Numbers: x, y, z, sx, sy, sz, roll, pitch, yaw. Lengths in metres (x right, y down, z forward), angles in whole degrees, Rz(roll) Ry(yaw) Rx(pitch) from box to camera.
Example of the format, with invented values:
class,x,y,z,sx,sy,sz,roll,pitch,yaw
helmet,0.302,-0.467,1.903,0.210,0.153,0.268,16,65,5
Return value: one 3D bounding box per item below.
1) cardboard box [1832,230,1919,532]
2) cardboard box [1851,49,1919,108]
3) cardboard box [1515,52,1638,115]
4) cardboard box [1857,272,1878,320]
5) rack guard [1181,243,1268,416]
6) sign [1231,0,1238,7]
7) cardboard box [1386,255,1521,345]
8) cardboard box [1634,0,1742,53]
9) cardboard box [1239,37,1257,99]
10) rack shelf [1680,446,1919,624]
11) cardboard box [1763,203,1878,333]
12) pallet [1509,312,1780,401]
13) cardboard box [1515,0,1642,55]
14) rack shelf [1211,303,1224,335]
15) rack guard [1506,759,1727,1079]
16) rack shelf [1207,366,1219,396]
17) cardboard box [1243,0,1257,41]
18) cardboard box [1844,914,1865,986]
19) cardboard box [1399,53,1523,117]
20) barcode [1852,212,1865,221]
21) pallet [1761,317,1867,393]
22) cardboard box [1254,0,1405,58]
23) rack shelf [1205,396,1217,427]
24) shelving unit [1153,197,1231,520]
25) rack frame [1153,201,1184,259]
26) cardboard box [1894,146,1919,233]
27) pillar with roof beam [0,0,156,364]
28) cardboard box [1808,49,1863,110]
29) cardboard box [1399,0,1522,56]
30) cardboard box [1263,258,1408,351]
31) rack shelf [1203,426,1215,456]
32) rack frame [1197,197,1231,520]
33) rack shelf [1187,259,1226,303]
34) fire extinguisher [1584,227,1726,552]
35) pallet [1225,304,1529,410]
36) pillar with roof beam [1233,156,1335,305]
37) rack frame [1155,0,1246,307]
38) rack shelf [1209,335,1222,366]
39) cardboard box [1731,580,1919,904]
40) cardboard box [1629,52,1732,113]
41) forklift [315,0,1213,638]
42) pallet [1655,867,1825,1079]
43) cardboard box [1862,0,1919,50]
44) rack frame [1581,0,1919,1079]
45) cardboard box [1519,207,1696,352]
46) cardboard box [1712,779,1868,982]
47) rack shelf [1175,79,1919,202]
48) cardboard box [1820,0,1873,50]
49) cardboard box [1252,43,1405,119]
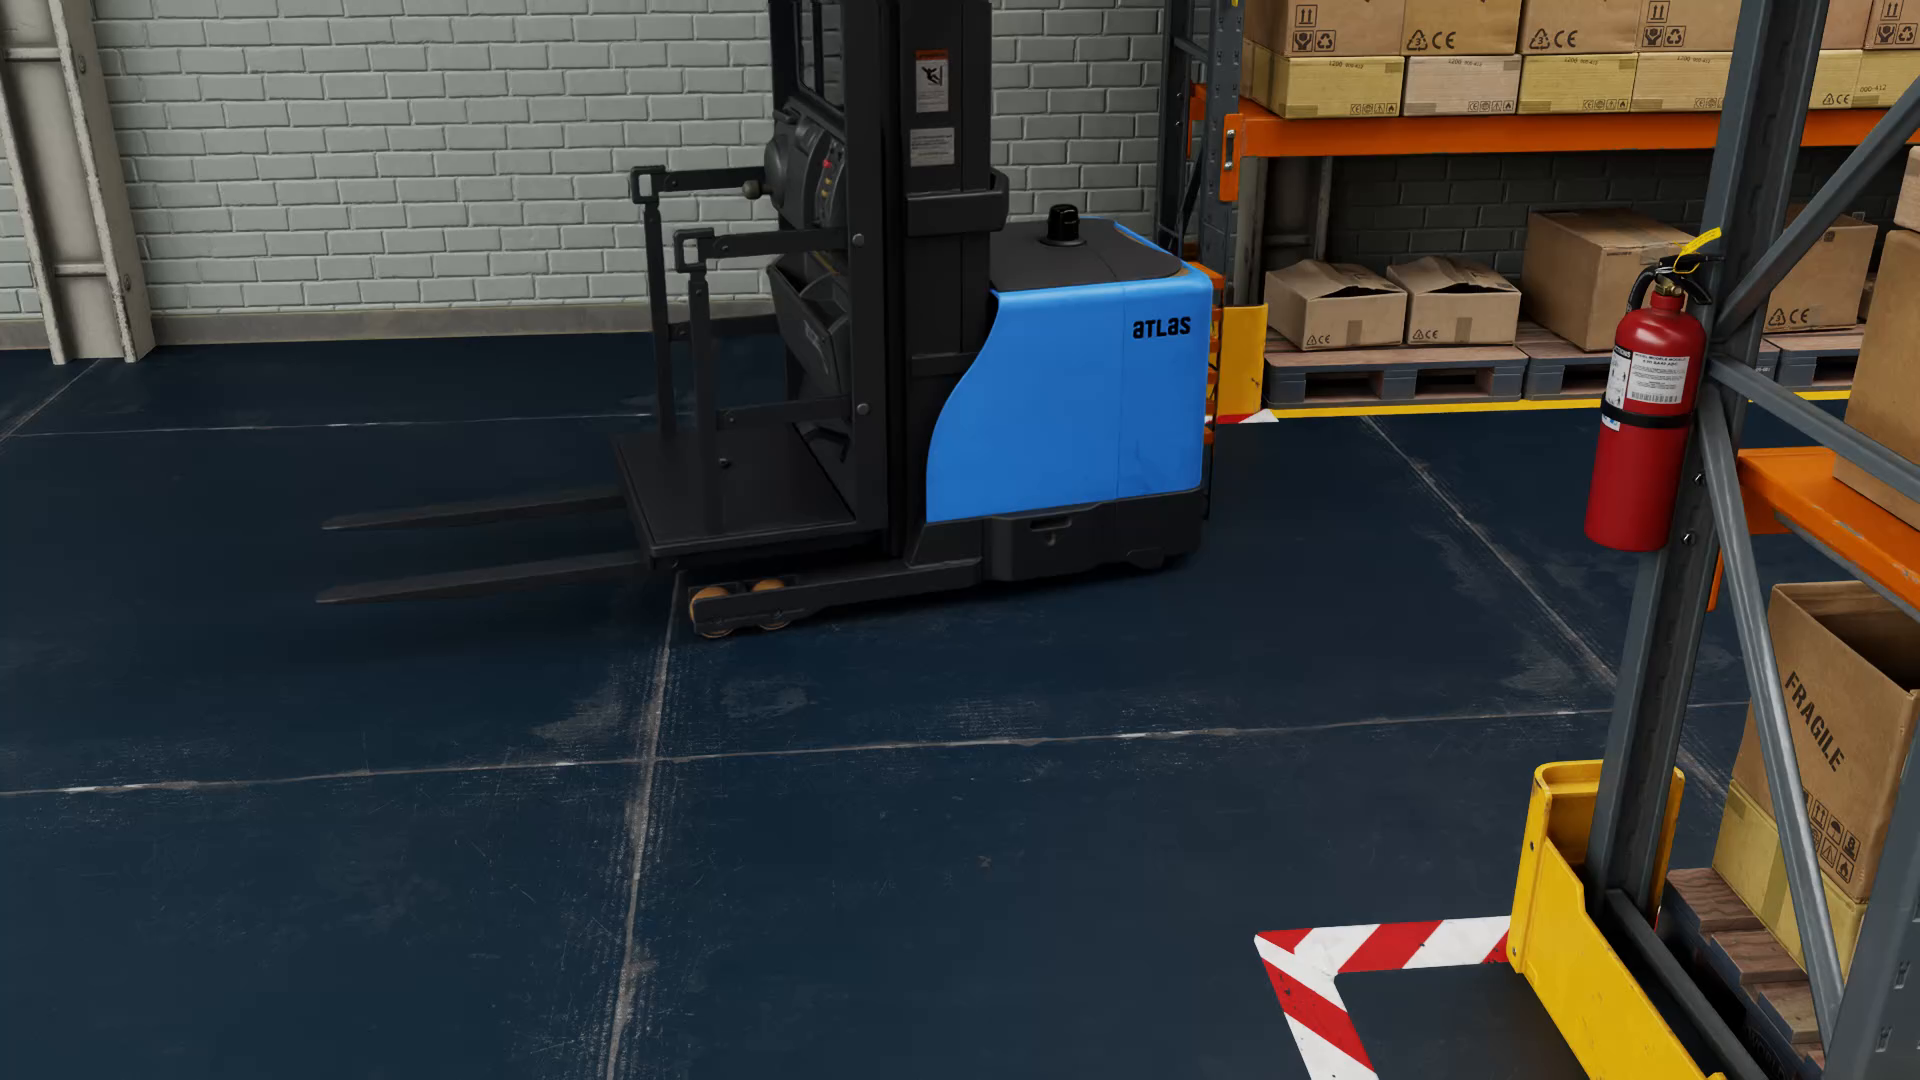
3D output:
class,x,y,z,sx,sy,sz,roll,pitch,yaw
cardboard box,2.027,-0.225,2.941,0.500,0.500,0.700,-2,24,-5
cardboard box,4.113,-2.111,7.465,0.500,0.250,0.500,-2,24,-5
cardboard box,2.611,-2.044,7.317,0.500,0.250,0.500,-3,24,-6
cardboard box,4.522,-1.201,8.205,0.250,0.166,0.380,-5,25,-12
rack guard,1.147,-1.029,7.950,0.348,0.500,1.175,-2,24,-5
sign,1.125,-2.345,6.766,0.005,0.325,0.100,-2,24,-5
cardboard box,2.336,-1.155,7.923,0.500,0.311,0.500,0,24,-1
cardboard box,3.096,-2.408,7.212,0.500,0.500,0.500,-2,24,-3
cardboard box,1.517,-2.206,7.680,0.500,0.250,0.500,-2,24,-4
rack shelf,3.552,0.083,3.256,4.000,0.370,1.077,-2,24,-5
cardboard box,4.023,-1.329,8.083,0.500,0.500,0.500,-4,24,-9
pallet,3.170,-0.963,8.156,1.213,0.211,1.003,-2,24,-5
cardboard box,2.583,-2.383,7.155,0.500,0.500,0.500,-3,24,-7
rack shelf,0.840,-0.840,6.180,0.180,0.103,0.258,-7,25,-16
rack guard,1.538,0.977,3.436,0.348,0.500,1.175,-2,24,-5
rack shelf,0.840,-0.620,6.278,0.180,0.103,0.258,-7,25,-16
cardboard box,1.519,-2.556,7.545,0.500,0.500,0.500,-3,24,-6
cardboard box,2.117,0.967,3.250,0.500,0.250,0.500,-2,24,-5
cardboard box,2.103,-2.027,7.276,0.500,0.250,0.500,-3,24,-7
barcode,4.491,-1.608,8.317,0.075,0.075,0.001,-2,24,-5
pallet,4.387,-1.013,8.268,1.213,0.211,1.003,-2,24,-5
cardboard box,1.576,-2.349,7.079,0.500,0.500,0.500,-2,24,-5
rack shelf,0.840,-0.511,6.326,0.180,0.103,0.258,-7,25,-16
shelving unit,0.840,-0.661,6.260,0.189,1.200,0.258,-7,25,-16
rack frame,0.753,-0.650,6.234,0.006,1.200,0.240,-7,25,-16
cardboard box,1.923,-0.601,2.986,0.250,0.149,0.380,-3,24,-6
pillar with roof beam,-3.865,-3.308,2.612,0.400,9.000,9.100,-2,24,-5
cardboard box,3.614,-2.084,7.406,0.500,0.250,0.500,-2,24,-5
cardboard box,2.068,-2.365,7.114,0.500,0.500,0.500,-2,24,-5
cardboard box,1.768,-1.132,7.872,0.500,0.311,0.500,-5,24,-11
rack shelf,0.840,-0.401,6.375,0.180,0.103,0.258,-7,25,-16
rack frame,0.927,-0.672,6.285,0.006,1.200,0.240,-7,25,-16
rack shelf,0.840,-0.949,6.131,0.180,0.103,0.258,-7,25,-16
fire extinguisher,1.398,-0.314,3.358,0.183,0.674,0.296,-2,24,-5
pallet,1.959,-0.915,8.049,1.213,0.211,1.003,-2,24,-5
pillar with roof beam,2.106,-3.547,3.151,0.400,9.000,9.100,-2,24,-5
rack frame,1.071,-2.168,7.435,0.127,3.000,1.000,-2,24,-5
rack shelf,0.840,-0.730,6.229,0.180,0.103,0.258,-7,25,-16
cardboard box,2.066,0.414,3.570,0.500,0.500,0.500,-2,24,-5
cardboard box,3.114,-2.064,7.360,0.500,0.250,0.500,-2,24,-5
forklift,-0.698,-1.255,5.464,3.031,2.935,1.130,-7,25,-16
pallet,2.319,1.061,3.604,1.213,0.211,1.003,-2,24,-5
cardboard box,4.115,-2.445,7.295,0.500,0.500,0.500,-2,24,-5
rack frame,1.562,-0.166,2.931,0.127,3.000,1.000,-2,24,-5
cardboard box,3.071,-1.250,7.905,0.500,0.500,0.700,-4,24,-8
cardboard box,2.066,0.758,3.721,0.500,0.250,0.500,-2,24,-5
rack shelf,3.061,-1.919,7.761,4.000,0.370,1.077,-2,24,-5
cardboard box,3.613,-2.429,7.259,0.500,0.500,0.500,-3,24,-7
cardboard box,1.588,-2.000,7.217,0.500,0.250,0.500,-3,24,-7
